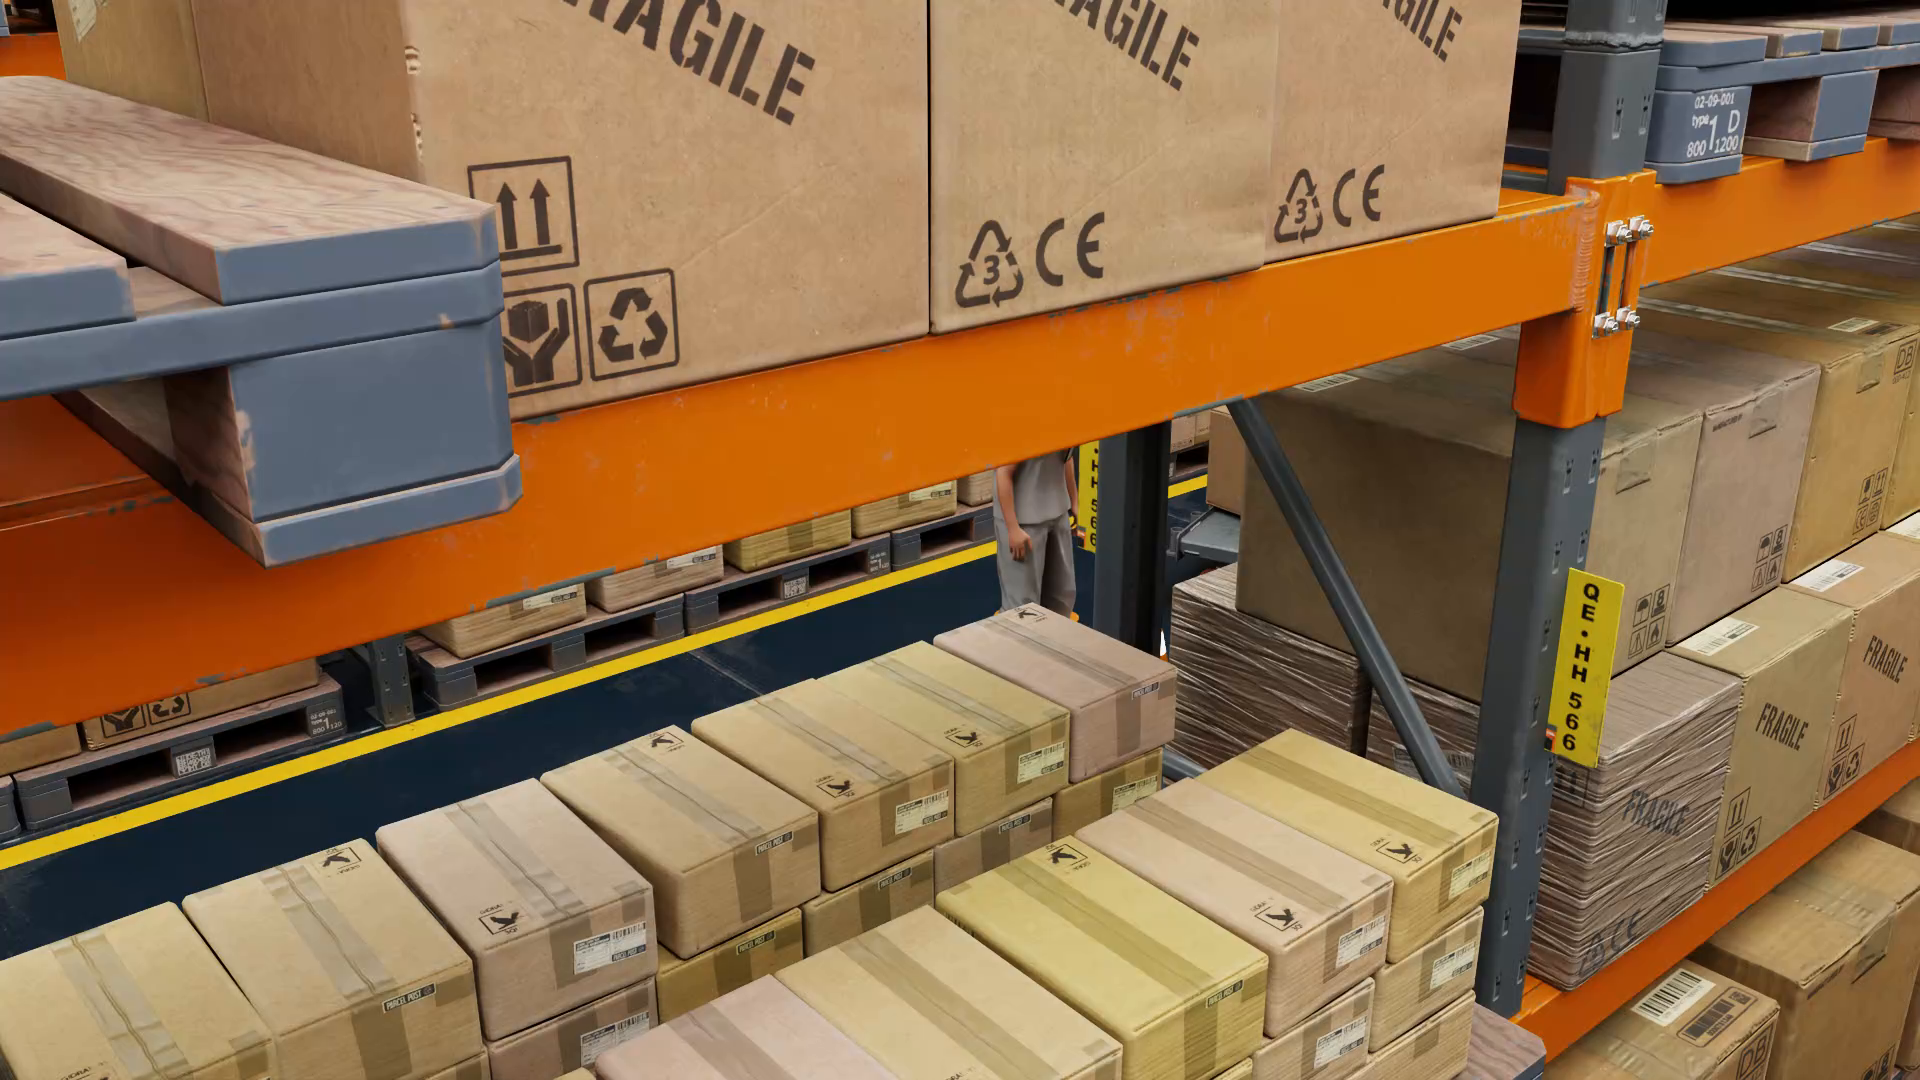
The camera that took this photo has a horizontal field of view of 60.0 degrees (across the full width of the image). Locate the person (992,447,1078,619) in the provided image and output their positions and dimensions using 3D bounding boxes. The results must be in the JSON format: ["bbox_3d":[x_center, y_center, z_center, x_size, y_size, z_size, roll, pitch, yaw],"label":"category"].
[{"bbox_3d":[0.321,-0.083,6.798,0.356,1.673,0.509,16,26,35],"label":"person"}]
